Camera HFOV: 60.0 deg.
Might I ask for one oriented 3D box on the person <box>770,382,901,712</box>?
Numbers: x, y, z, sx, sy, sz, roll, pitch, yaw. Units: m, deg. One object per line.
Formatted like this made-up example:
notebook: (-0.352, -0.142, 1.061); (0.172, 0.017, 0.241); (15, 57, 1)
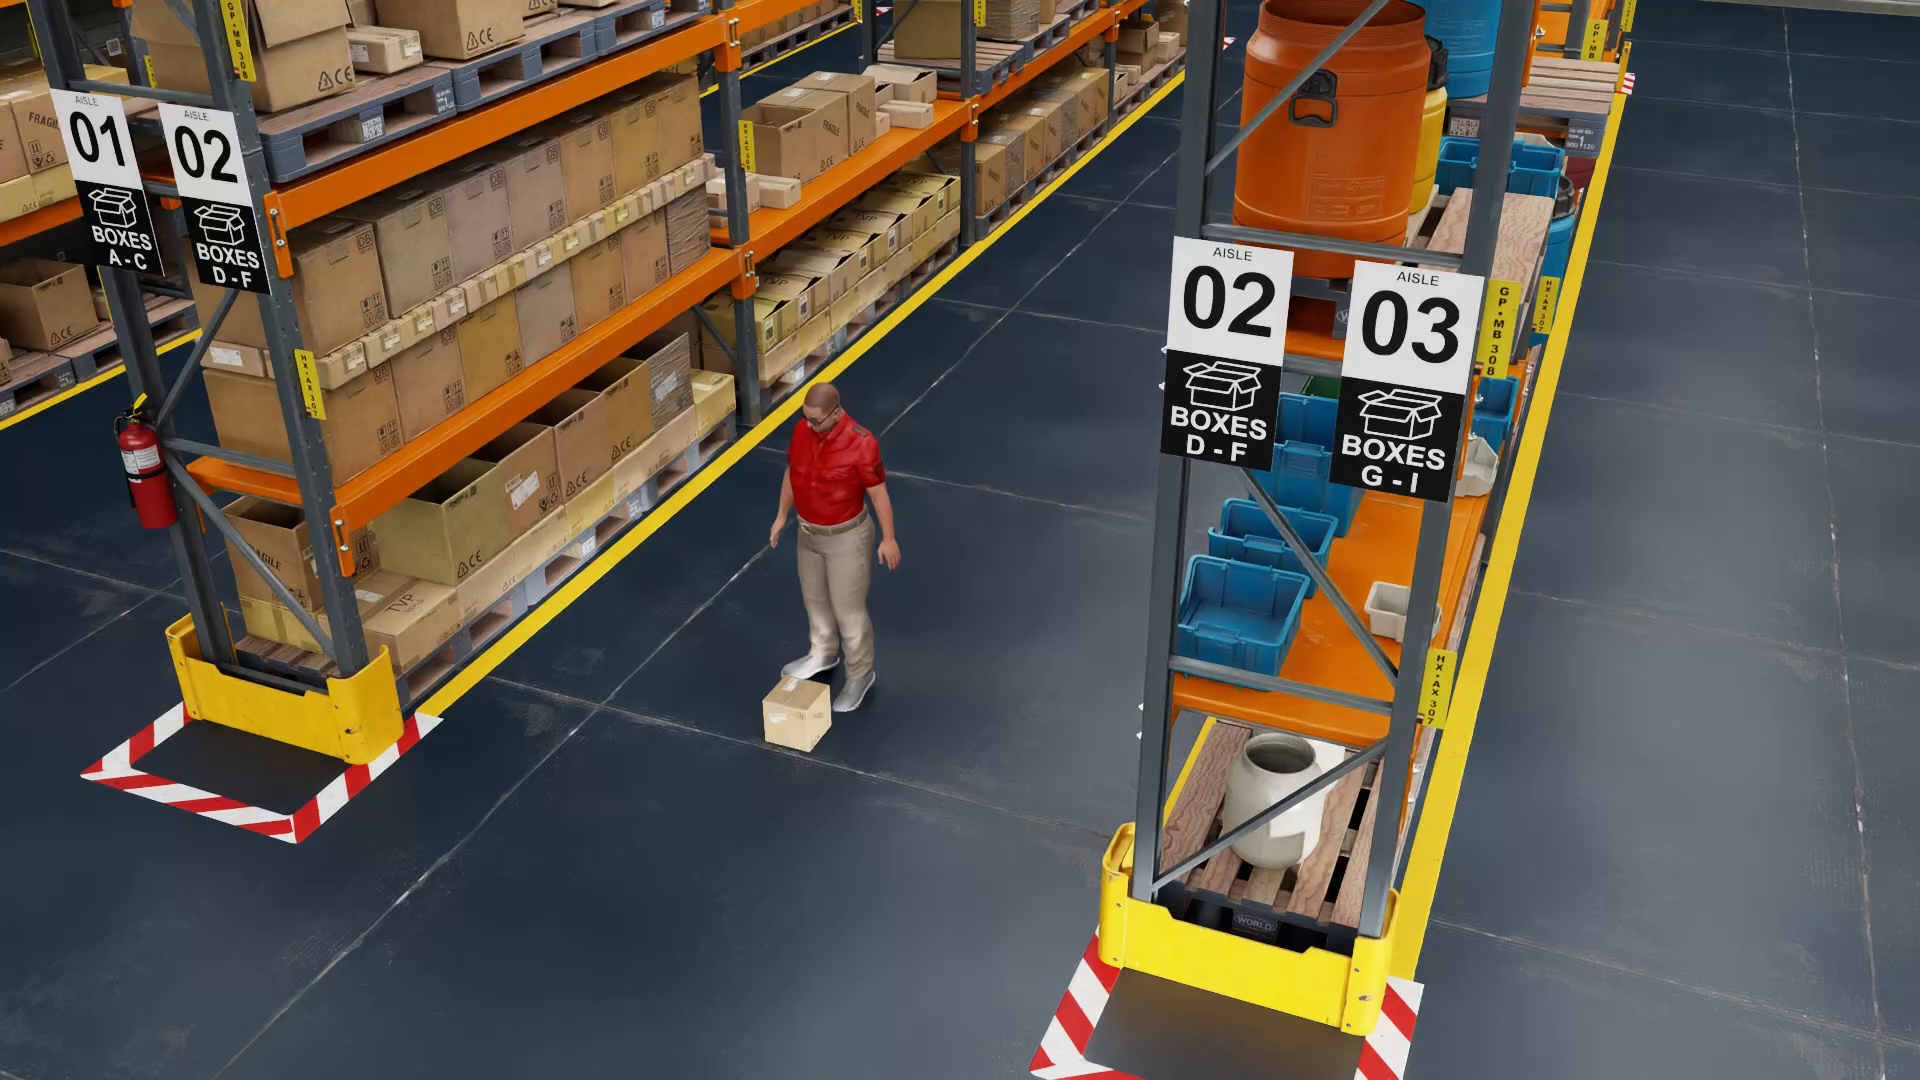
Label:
person: (-0.671, 0.004, 8.424); (0.665, 1.769, 0.401); (23, 37, 35)
